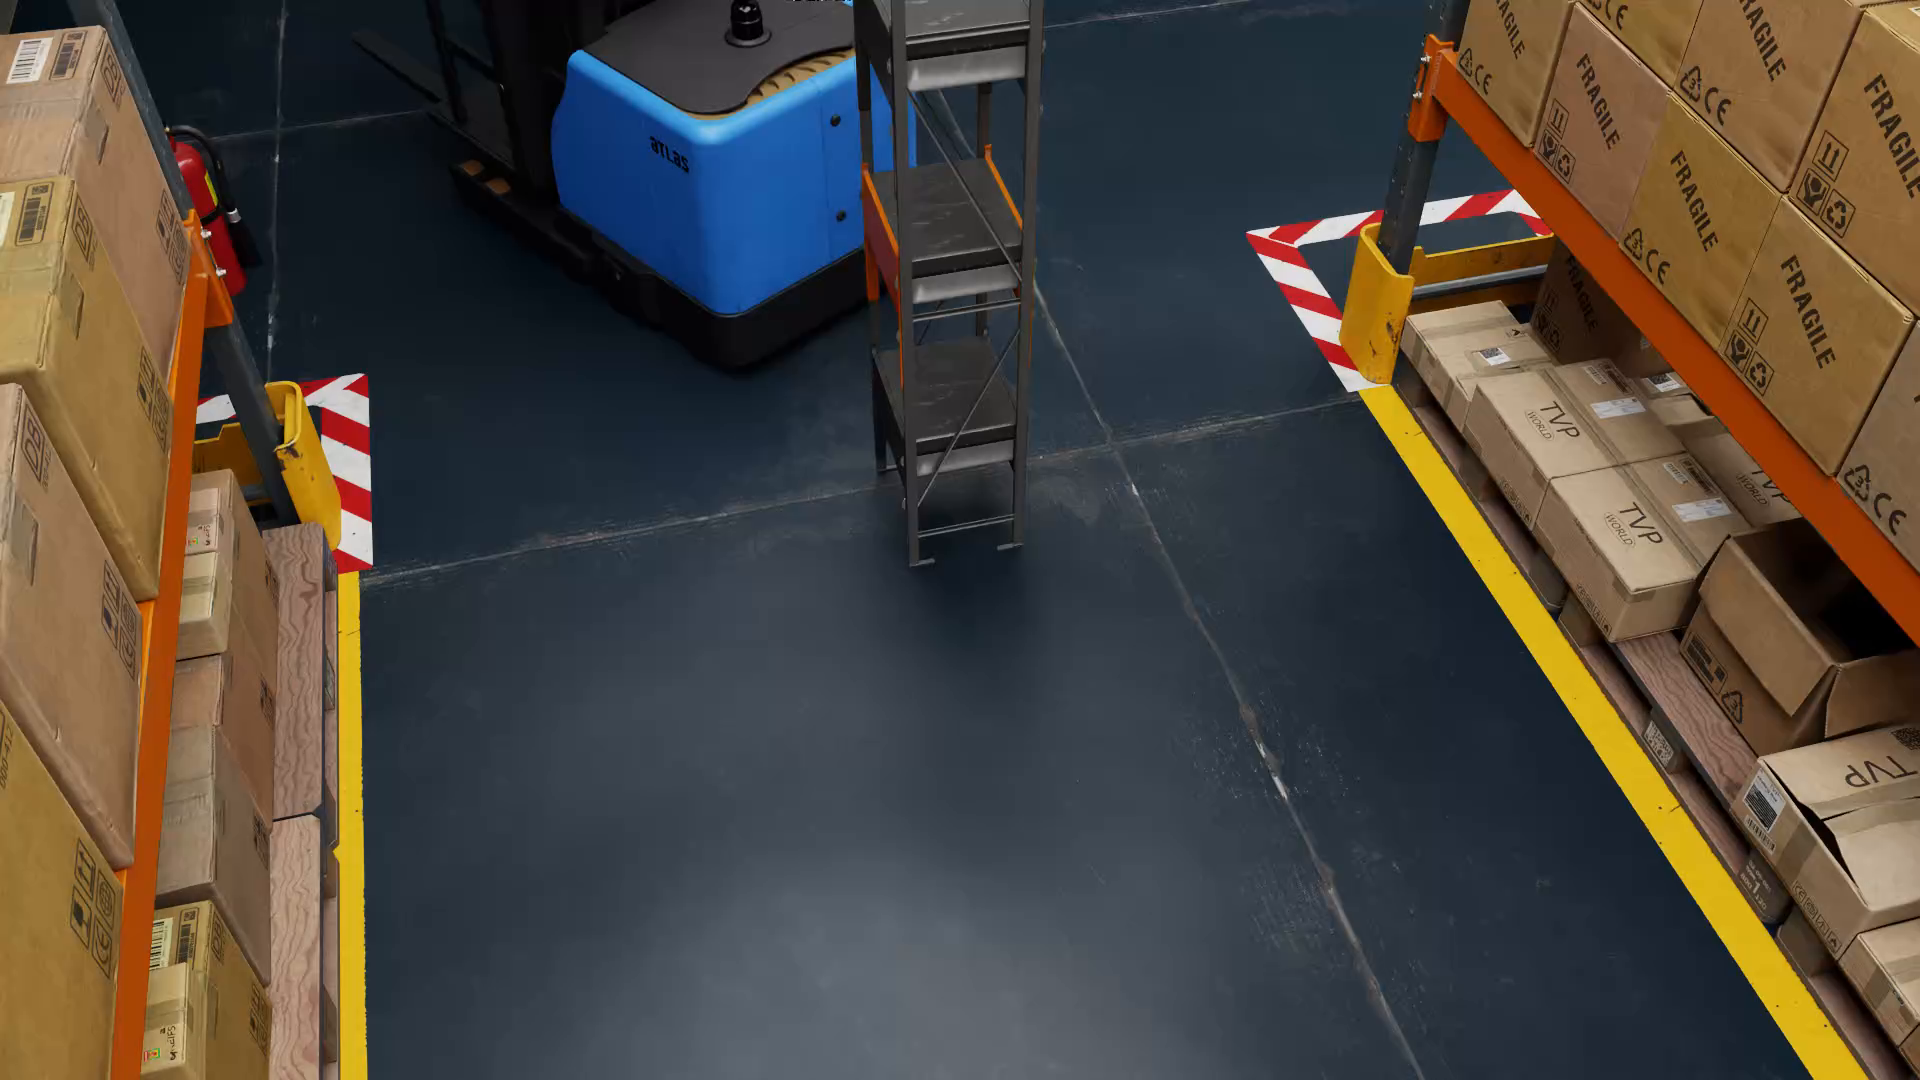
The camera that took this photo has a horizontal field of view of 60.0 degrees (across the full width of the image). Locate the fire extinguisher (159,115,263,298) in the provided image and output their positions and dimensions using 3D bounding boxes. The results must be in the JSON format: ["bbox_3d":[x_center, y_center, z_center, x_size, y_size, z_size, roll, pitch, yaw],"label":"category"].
[{"bbox_3d":[-2.321,-1.032,4.976,0.296,0.674,0.183,-11,47,-10],"label":"fire extinguisher"}]

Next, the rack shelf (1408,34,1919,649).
[{"bbox_3d":[2.571,-0.277,4.425,1.077,0.370,4.000,-11,47,-10],"label":"rack shelf"}]

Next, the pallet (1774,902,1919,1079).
[{"bbox_3d":[2.908,1.354,4.275,1.003,0.211,1.213,-11,47,-10],"label":"pallet"}]

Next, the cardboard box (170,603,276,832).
[{"bbox_3d":[-2.324,0.537,4.579,0.700,0.500,0.500,-11,47,-10],"label":"cardboard box"}]

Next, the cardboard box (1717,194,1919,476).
[{"bbox_3d":[2.307,-0.542,4.111,0.500,0.500,0.500,-10,46,-10],"label":"cardboard box"}]

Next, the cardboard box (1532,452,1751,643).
[{"bbox_3d":[2.180,0.017,5.250,0.500,0.250,0.500,-11,47,-10],"label":"cardboard box"}]

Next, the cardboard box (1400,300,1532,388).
[{"bbox_3d":[1.834,-0.713,6.037,0.380,0.149,0.250,-11,47,-10],"label":"cardboard box"}]

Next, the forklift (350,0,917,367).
[{"bbox_3d":[-1.545,-2.631,6.276,1.130,2.935,3.031,-35,55,-29],"label":"forklift"}]

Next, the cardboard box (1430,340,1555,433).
[{"bbox_3d":[1.898,-0.547,5.862,0.380,0.166,0.250,-11,47,-10],"label":"cardboard box"}]

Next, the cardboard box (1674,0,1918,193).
[{"bbox_3d":[2.183,-1.234,4.089,0.500,0.500,0.500,-10,46,-10],"label":"cardboard box"}]

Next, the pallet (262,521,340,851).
[{"bbox_3d":[-2.448,0.513,5.100,1.003,0.211,1.213,-11,47,-10],"label":"pallet"}]

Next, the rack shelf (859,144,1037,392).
[{"bbox_3d":[-0.042,-0.840,5.122,0.431,0.518,0.480,-11,47,-10],"label":"rack shelf"}]

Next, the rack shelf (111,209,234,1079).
[{"bbox_3d":[-2.216,0.632,3.534,1.077,0.370,4.000,-11,47,-10],"label":"rack shelf"}]

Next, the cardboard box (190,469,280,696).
[{"bbox_3d":[-2.452,0.192,4.918,0.700,0.500,0.500,-11,47,-10],"label":"cardboard box"}]

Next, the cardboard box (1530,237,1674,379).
[{"bbox_3d":[2.437,-0.858,5.933,0.500,0.500,0.500,-11,47,-10],"label":"cardboard box"}]

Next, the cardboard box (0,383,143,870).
[{"bbox_3d":[-2.205,0.273,3.173,0.980,0.700,0.700,-13,47,-12],"label":"cardboard box"}]

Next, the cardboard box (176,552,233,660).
[{"bbox_3d":[-2.177,0.197,4.459,0.380,0.149,0.250,-10,46,-9],"label":"cardboard box"}]

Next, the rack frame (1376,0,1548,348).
[{"bbox_3d":[2.059,-1.909,5.521,1.000,3.000,0.127,-11,47,-10],"label":"rack frame"}]

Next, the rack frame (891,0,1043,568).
[{"bbox_3d":[0.020,-0.681,4.947,0.400,2.100,0.015,-11,47,-10],"label":"rack frame"}]

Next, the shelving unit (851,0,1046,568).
[{"bbox_3d":[-0.042,-0.849,5.112,0.431,2.100,0.503,-11,47,-10],"label":"shelving unit"}]

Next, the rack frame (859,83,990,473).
[{"bbox_3d":[-0.105,-1.018,5.277,0.400,2.100,0.015,-11,47,-10],"label":"rack frame"}]

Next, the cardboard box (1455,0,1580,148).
[{"bbox_3d":[1.918,-1.590,5.138,0.500,0.500,0.500,-10,46,-9],"label":"cardboard box"}]

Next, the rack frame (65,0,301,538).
[{"bbox_3d":[-2.728,-1.001,4.631,1.000,3.000,0.127,-11,47,-10],"label":"rack frame"}]

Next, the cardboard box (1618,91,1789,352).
[{"bbox_3d":[2.181,-0.887,4.449,0.500,0.500,0.500,-11,47,-10],"label":"cardboard box"}]

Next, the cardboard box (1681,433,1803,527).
[{"bbox_3d":[2.651,-0.109,5.374,0.500,0.250,0.500,-11,47,-10],"label":"cardboard box"}]

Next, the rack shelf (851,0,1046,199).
[{"bbox_3d":[-0.042,-1.330,4.622,0.431,0.518,0.480,-11,47,-10],"label":"rack shelf"}]

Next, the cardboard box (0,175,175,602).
[{"bbox_3d":[-2.391,-0.255,3.690,0.980,0.700,0.700,-11,47,-11],"label":"cardboard box"}]

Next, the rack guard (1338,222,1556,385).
[{"bbox_3d":[2.079,-0.982,6.362,1.175,0.500,0.348,-11,47,-10],"label":"rack guard"}]

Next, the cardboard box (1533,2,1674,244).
[{"bbox_3d":[2.055,-1.234,4.790,0.500,0.500,0.500,-11,47,-11],"label":"cardboard box"}]

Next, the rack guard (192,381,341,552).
[{"bbox_3d":[-2.734,-0.143,5.540,1.175,0.500,0.348,-11,47,-10],"label":"rack guard"}]

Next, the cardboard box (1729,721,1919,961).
[{"bbox_3d":[2.471,0.780,4.460,0.500,0.311,0.500,-11,47,-10],"label":"cardboard box"}]

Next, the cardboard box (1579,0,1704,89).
[{"bbox_3d":[2.059,-1.580,4.428,0.500,0.500,0.500,-10,46,-10],"label":"cardboard box"}]

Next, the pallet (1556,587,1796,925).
[{"bbox_3d":[2.593,0.510,5.102,1.003,0.211,1.213,-11,47,-10],"label":"pallet"}]

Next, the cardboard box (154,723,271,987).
[{"bbox_3d":[-2.195,0.885,4.239,0.700,0.500,0.500,-12,47,-12],"label":"cardboard box"}]

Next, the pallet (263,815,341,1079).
[{"bbox_3d":[-2.139,1.354,4.276,1.003,0.211,1.213,-11,47,-10],"label":"pallet"}]

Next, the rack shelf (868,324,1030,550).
[{"bbox_3d":[-0.042,-0.350,5.622,0.431,0.518,0.480,-11,47,-10],"label":"rack shelf"}]

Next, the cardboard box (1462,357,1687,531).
[{"bbox_3d":[2.052,-0.328,5.589,0.500,0.250,0.500,-11,47,-10],"label":"cardboard box"}]

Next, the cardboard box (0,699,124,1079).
[{"bbox_3d":[-2.009,0.773,2.682,0.980,0.700,0.700,-12,47,-11],"label":"cardboard box"}]

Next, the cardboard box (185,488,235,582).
[{"bbox_3d":[-2.243,0.020,4.632,0.380,0.149,0.250,-11,47,-11],"label":"cardboard box"}]

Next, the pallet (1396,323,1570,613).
[{"bbox_3d":[2.284,-0.330,5.926,1.003,0.211,1.213,-11,47,-10],"label":"pallet"}]

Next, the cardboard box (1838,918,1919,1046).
[{"bbox_3d":[2.509,1.107,4.253,0.380,0.149,0.250,-11,47,-10],"label":"cardboard box"}]

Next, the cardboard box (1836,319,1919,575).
[{"bbox_3d":[2.440,-0.191,3.767,0.500,0.500,0.500,-10,46,-9],"label":"cardboard box"}]

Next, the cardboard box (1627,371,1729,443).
[{"bbox_3d":[2.453,-0.445,5.762,0.380,0.166,0.250,-11,47,-10],"label":"cardboard box"}]

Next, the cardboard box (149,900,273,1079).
[{"bbox_3d":[-2.051,1.251,3.880,0.700,0.500,0.500,-10,46,-9],"label":"cardboard box"}]

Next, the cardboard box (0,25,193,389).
[{"bbox_3d":[-2.588,-0.756,4.180,0.980,0.700,0.700,-9,46,-9],"label":"cardboard box"}]

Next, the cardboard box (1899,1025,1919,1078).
[{"bbox_3d":[2.663,1.232,3.885,0.500,0.500,0.500,-11,47,-10],"label":"cardboard box"}]

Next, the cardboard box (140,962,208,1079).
[{"bbox_3d":[-1.842,1.096,3.577,0.380,0.149,0.250,-12,47,-11],"label":"cardboard box"}]

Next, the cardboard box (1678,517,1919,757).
[{"bbox_3d":[2.597,0.276,4.819,0.797,0.503,0.637,-11,47,-10],"label":"cardboard box"}]

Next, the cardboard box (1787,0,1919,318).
[{"bbox_3d":[2.313,-0.883,3.745,0.500,0.500,0.500,-11,47,-11],"label":"cardboard box"}]
